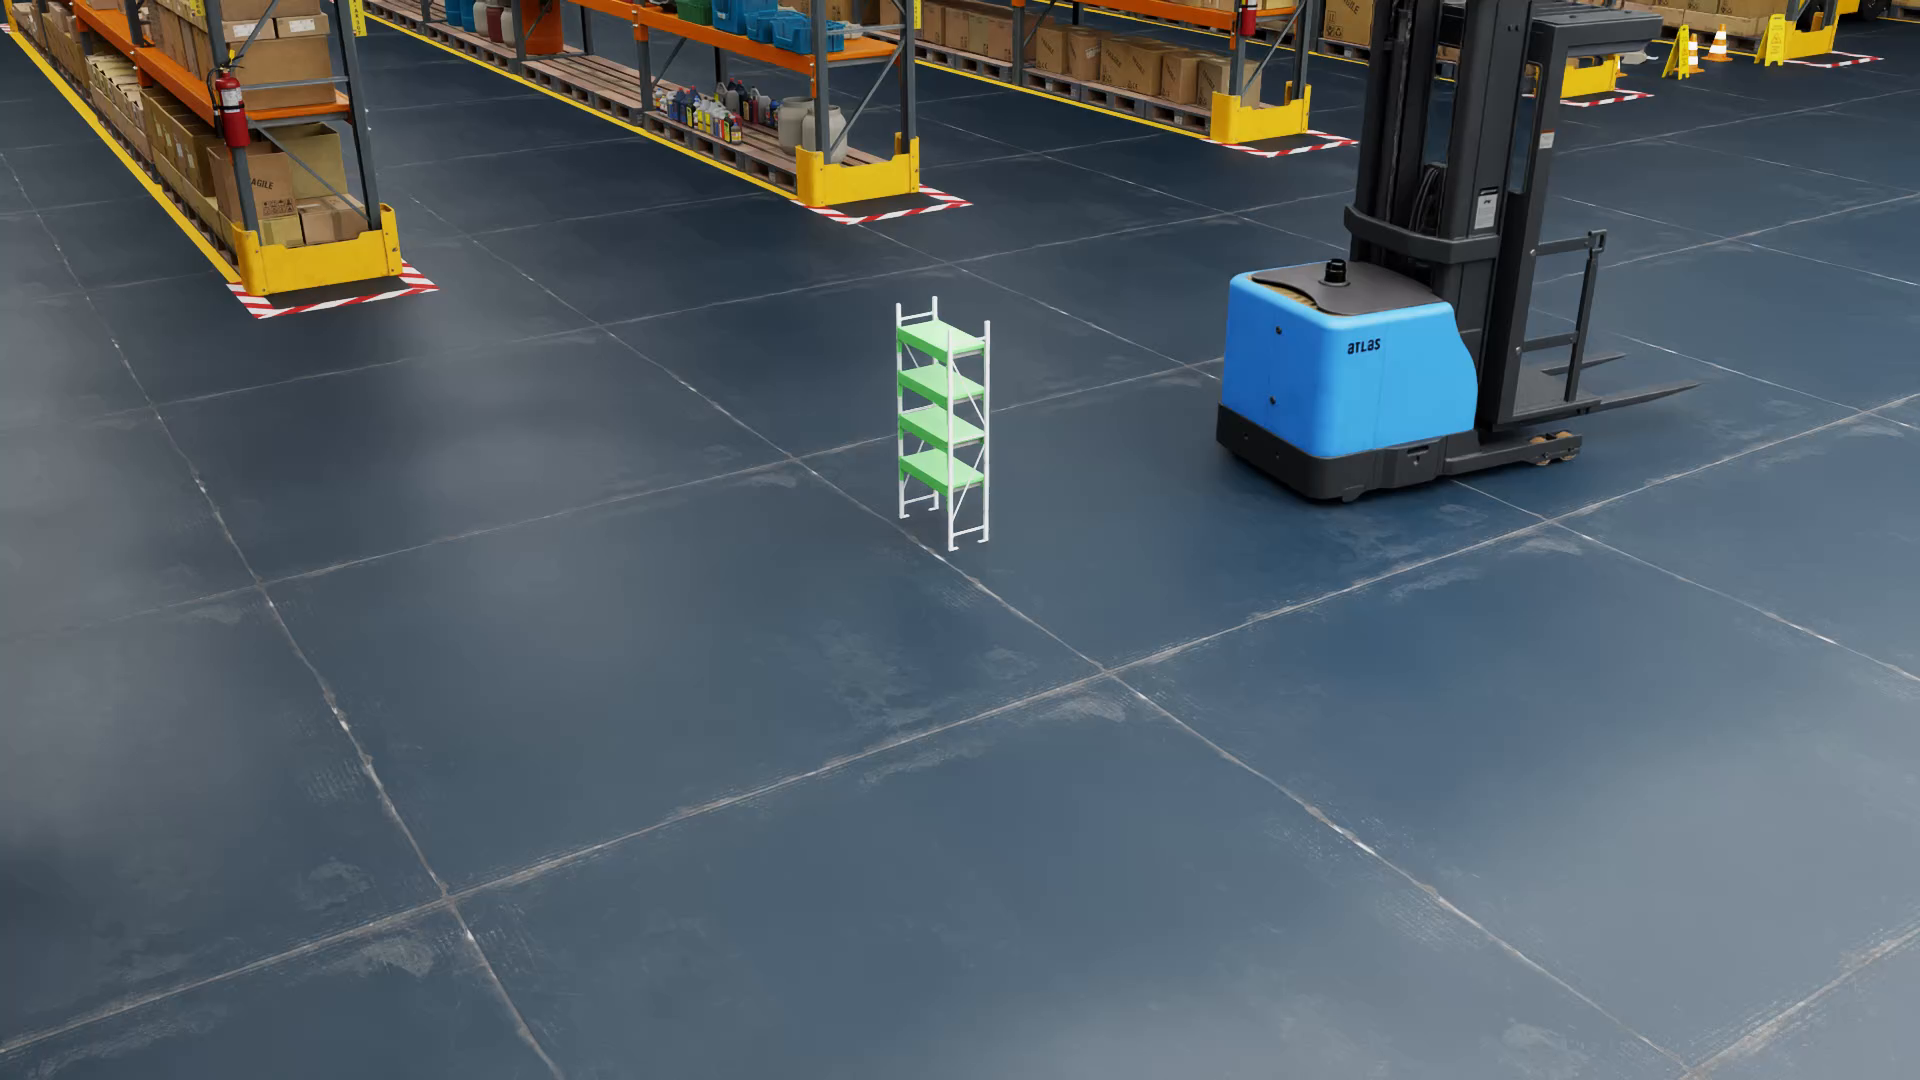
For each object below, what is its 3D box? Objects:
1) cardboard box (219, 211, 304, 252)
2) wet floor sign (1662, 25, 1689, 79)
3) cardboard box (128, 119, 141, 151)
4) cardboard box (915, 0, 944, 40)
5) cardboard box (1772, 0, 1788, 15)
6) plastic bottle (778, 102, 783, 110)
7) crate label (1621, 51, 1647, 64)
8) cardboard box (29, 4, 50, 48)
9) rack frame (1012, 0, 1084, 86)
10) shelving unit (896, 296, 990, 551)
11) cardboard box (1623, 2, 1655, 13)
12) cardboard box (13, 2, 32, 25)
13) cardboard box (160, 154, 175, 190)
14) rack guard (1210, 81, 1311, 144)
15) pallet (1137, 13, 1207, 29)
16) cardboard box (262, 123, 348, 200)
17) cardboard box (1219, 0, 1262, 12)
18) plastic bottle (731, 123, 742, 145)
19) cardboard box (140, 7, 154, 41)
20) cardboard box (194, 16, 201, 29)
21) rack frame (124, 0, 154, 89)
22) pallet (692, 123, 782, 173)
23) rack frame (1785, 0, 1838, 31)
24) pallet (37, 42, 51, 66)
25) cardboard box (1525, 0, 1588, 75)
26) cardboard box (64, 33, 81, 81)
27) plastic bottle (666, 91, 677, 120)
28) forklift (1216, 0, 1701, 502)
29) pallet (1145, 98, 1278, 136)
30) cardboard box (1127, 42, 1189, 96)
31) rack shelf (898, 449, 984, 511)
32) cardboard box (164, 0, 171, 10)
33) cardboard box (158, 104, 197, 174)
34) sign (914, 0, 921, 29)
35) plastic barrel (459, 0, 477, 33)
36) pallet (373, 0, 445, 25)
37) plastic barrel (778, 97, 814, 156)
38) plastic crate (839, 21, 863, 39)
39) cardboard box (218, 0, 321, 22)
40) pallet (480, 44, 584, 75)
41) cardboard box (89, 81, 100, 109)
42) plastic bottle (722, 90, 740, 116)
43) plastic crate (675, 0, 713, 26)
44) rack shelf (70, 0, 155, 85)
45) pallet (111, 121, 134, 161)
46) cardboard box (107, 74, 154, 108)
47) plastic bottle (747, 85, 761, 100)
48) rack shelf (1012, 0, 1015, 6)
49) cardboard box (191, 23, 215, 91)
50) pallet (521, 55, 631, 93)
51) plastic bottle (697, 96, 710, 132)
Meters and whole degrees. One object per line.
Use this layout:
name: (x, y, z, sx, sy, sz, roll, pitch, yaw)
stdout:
cardboard box: (-5.556, -2.482, 13.223, 0.500, 0.250, 0.500, -16, 29, -30)
wet floor sign: (9.172, -6.226, 21.183, 0.267, 0.644, 0.232, -22, 33, -38)
cardboard box: (-7.943, -4.052, 16.549, 0.500, 0.250, 0.500, -16, 30, -30)
cardboard box: (-0.385, -7.220, 22.942, 0.700, 0.500, 0.500, -18, 31, -34)
cardboard box: (11.367, -7.676, 23.348, 0.500, 0.500, 0.500, -17, 30, -31)
plastic bottle: (-1.834, -4.410, 17.260, 0.097, 0.271, 0.097, 0, 25, 0)
crate label: (9.048, -6.475, 22.305, 0.298, 0.136, 0.250, 12, 28, 24)
cardboard box: (-12.115, -6.911, 22.289, 0.500, 0.500, 0.500, -16, 29, -30)
rack frame: (1.103, -7.151, 20.384, 1.000, 3.000, 0.127, -16, 29, -30)
shelving unit: (-0.090, -0.602, 8.619, 0.258, 1.200, 0.503, -16, 29, -30)
cardboard box: (10.095, -7.755, 24.393, 0.500, 0.250, 0.500, -16, 30, -30)
cardboard box: (-13.418, -7.652, 24.151, 0.500, 0.250, 0.500, -16, 29, -30)
cardboard box: (-6.931, -3.373, 15.111, 0.500, 0.250, 0.500, -16, 29, -30)
rack guard: (3.245, -4.617, 17.944, 1.175, 0.500, 0.348, -16, 29, -30)
pallet: (3.497, -8.141, 25.747, 1.003, 0.211, 1.213, -16, 29, -30)
cardboard box: (-5.396, -3.120, 13.697, 0.500, 0.500, 0.500, -16, 29, -30)
cardboard box: (2.958, -5.660, 17.521, 0.380, 0.149, 0.250, -16, 29, -30)
plastic bottle: (-2.233, -4.054, 16.587, 0.097, 0.201, 0.097, 0, 25, 0)
cardboard box: (-7.505, -4.942, 15.880, 0.500, 0.250, 0.500, -14, 28, -26)
cardboard box: (-5.803, -4.119, 13.084, 0.380, 0.149, 0.250, -15, 29, -29)
rack frame: (-7.199, -4.843, 15.496, 1.000, 3.000, 0.127, -16, 29, -30)
pallet: (-2.045, -4.049, 17.079, 1.003, 0.211, 1.213, -16, 29, -30)
rack frame: (11.590, -8.030, 22.245, 1.000, 3.000, 0.127, -16, 29, -30)
pallet: (-11.940, -6.690, 22.674, 1.003, 0.211, 1.213, -16, 29, -30)
cardboard box: (7.072, -6.296, 20.570, 0.875, 0.875, 0.875, -15, 29, -29)
cardboard box: (-10.372, -5.808, 19.952, 0.500, 0.500, 0.500, -17, 30, -31)
plastic bottle: (-3.041, -4.638, 17.737, 0.152, 0.276, 0.135, -14, 29, -28)
forklift: (3.071, -1.945, 9.437, 3.031, 2.935, 1.130, -11, 28, -23)
pallet: (2.831, -4.785, 18.639, 1.003, 0.211, 1.213, -16, 29, -30)
cardboard box: (2.279, -5.441, 19.198, 0.500, 0.500, 0.500, -13, 28, -25)
rack shelf: (-0.090, -0.327, 8.749, 0.258, 0.148, 0.480, -16, 29, -30)
cardboard box: (-6.508, -4.581, 14.063, 0.380, 0.149, 0.250, -17, 30, -31)
cardboard box: (-6.662, -3.533, 14.570, 0.500, 0.500, 0.500, -16, 29, -30)
sign: (-0.400, -4.818, 15.117, 0.100, 0.325, 0.005, -16, 29, -30)
plastic barrel: (-6.745, -7.647, 23.401, 0.600, 0.901, 0.708, -16, 29, -30)
pallet: (-8.518, -8.288, 26.059, 1.003, 0.211, 1.213, -16, 29, -30)
plastic barrel: (-1.560, -4.028, 16.190, 0.421, 0.512, 0.421, 0, 25, 0)
plastic crate: (-1.082, -4.842, 15.801, 0.298, 0.136, 0.250, -16, 29, -30)
cardboard box: (-5.289, -4.234, 12.567, 0.700, 0.500, 0.500, -15, 29, -29)
pallet: (-5.696, -6.438, 22.141, 1.003, 0.211, 1.213, -16, 29, -30)
cardboard box: (-9.343, -4.965, 18.482, 0.500, 0.250, 0.500, -16, 29, -30)
plastic bottle: (-2.460, -4.688, 17.843, 0.152, 0.276, 0.135, -16, 29, -30)
plastic crate: (-2.542, -5.349, 16.816, 0.450, 0.188, 0.662, -16, 29, -30)
rack shelf: (-8.291, -5.234, 17.165, 1.077, 0.370, 4.000, -16, 29, -30)
pallet: (-8.304, -4.274, 17.556, 1.003, 0.211, 1.213, -16, 29, -30)
cardboard box: (-8.491, -4.666, 17.192, 0.500, 0.311, 0.500, -16, 30, -30)
plastic bottle: (-2.173, -4.650, 17.675, 0.144, 0.351, 0.185, -16, 29, -30)
rack shelf: (0.011, -7.541, 22.053, 1.077, 0.370, 4.000, -16, 29, -30)
cardboard box: (-5.817, -3.994, 13.579, 0.700, 0.500, 0.500, -15, 29, -29)
pallet: (-4.840, -5.880, 20.959, 1.003, 0.211, 1.213, -16, 29, -30)
plastic bottle: (-2.619, -4.393, 17.129, 0.144, 0.351, 0.185, -16, 30, -30)
